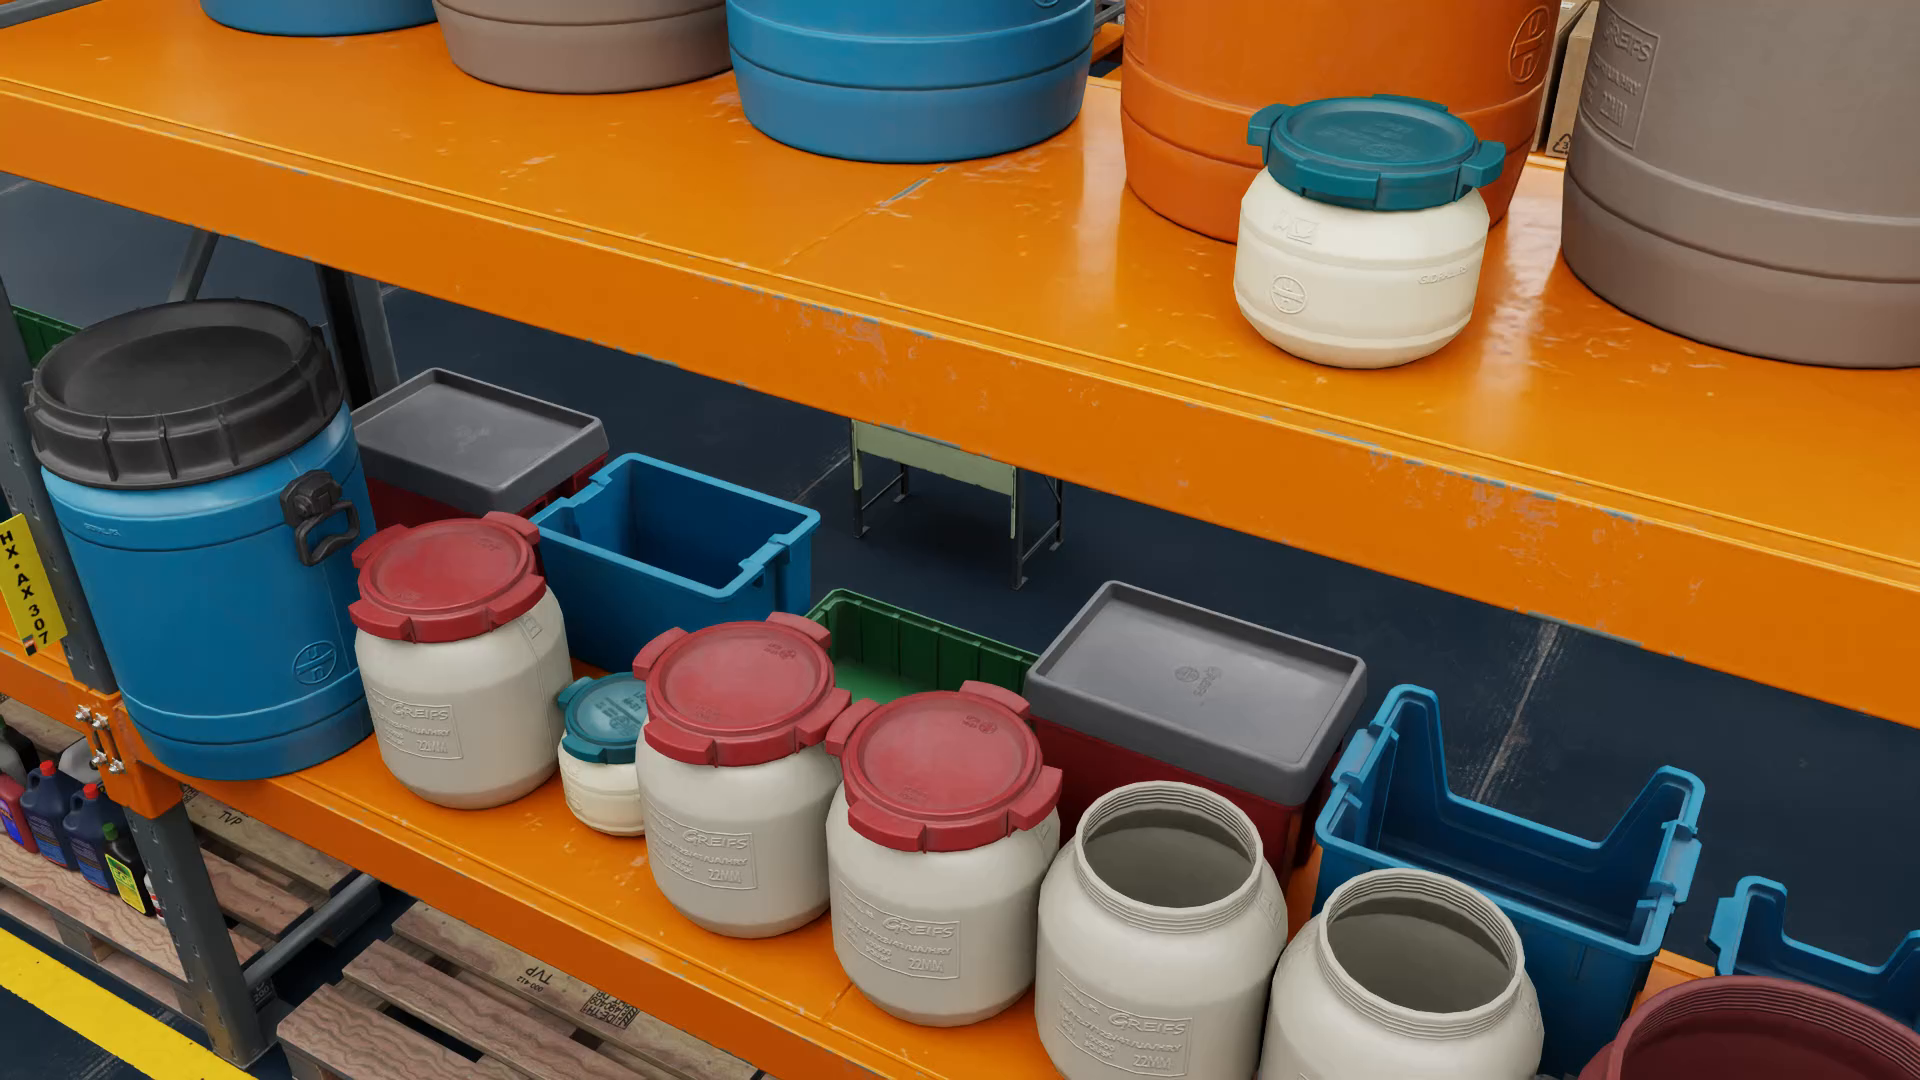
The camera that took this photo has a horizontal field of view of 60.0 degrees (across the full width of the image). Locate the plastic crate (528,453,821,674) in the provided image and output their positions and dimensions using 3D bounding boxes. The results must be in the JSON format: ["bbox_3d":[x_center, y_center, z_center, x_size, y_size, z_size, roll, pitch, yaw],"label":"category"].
[{"bbox_3d":[-0.653,0.115,3.886,0.575,0.384,0.392,18,37,24],"label":"plastic crate"}]

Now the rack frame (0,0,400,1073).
[{"bbox_3d":[-1.765,-0.046,4.112,0.127,3.000,1.000,18,37,24],"label":"rack frame"}]

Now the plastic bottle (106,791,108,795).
[{"bbox_3d":[-2.396,0.766,4.886,0.185,0.351,0.144,18,37,24],"label":"plastic bottle"}]

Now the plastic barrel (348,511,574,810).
[{"bbox_3d":[-1.043,0.267,3.521,0.433,0.535,0.433,0,34,0],"label":"plastic barrel"}]

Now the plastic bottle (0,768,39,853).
[{"bbox_3d":[-2.796,0.786,4.917,0.133,0.283,0.061,20,39,27],"label":"plastic bottle"}]

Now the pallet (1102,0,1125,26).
[{"bbox_3d":[1.487,-4.155,12.799,1.213,0.211,1.003,18,37,24],"label":"pallet"}]

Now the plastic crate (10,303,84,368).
[{"bbox_3d":[-2.803,-0.466,4.935,0.662,0.188,0.450,18,37,24],"label":"plastic crate"}]

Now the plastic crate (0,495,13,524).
[{"bbox_3d":[-2.860,-0.157,4.414,0.616,0.251,0.499,18,37,24],"label":"plastic crate"}]

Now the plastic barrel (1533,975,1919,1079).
[{"bbox_3d":[1.155,1.016,2.395,0.708,0.536,0.600,18,37,24],"label":"plastic barrel"}]

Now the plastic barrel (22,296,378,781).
[{"bbox_3d":[-1.580,-0.002,3.595,0.708,0.901,0.600,18,37,24],"label":"plastic barrel"}]

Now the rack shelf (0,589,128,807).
[{"bbox_3d":[-3.501,-0.296,5.137,4.000,0.370,1.077,18,37,24],"label":"rack shelf"}]

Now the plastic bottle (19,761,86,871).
[{"bbox_3d":[-2.634,0.783,4.861,0.185,0.351,0.144,16,37,22],"label":"plastic bottle"}]

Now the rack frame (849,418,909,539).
[{"bbox_3d":[-0.324,-0.727,6.488,0.023,1.500,0.400,18,37,24],"label":"rack frame"}]

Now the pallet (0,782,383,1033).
[{"bbox_3d":[-2.327,0.910,5.192,1.213,0.211,1.003,18,37,24],"label":"pallet"}]

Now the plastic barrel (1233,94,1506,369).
[{"bbox_3d":[0.488,-0.374,2.024,0.301,0.262,0.301,0,34,0],"label":"plastic barrel"}]

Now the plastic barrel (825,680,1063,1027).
[{"bbox_3d":[-0.030,0.587,3.039,0.433,0.535,0.433,0,34,0],"label":"plastic barrel"}]

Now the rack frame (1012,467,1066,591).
[{"bbox_3d":[0.312,-0.525,6.186,0.023,1.500,0.400,18,37,24],"label":"rack frame"}]

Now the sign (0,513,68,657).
[{"bbox_3d":[-2.047,0.101,3.642,0.005,0.325,0.100,18,37,24],"label":"sign"}]

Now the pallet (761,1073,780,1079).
[{"bbox_3d":[0.000,1.647,4.086,1.213,0.211,1.003,18,37,24],"label":"pallet"}]

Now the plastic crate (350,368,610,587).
[{"bbox_3d":[-1.193,-0.086,4.115,0.583,0.464,0.402,18,37,24],"label":"plastic crate"}]

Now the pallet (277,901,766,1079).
[{"bbox_3d":[-1.064,1.312,4.589,1.213,0.211,1.003,18,37,24],"label":"pallet"}]

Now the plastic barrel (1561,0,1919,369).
[{"bbox_3d":[1.103,-0.733,1.986,0.600,0.901,0.600,0,34,0],"label":"plastic barrel"}]

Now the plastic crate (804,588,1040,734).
[{"bbox_3d":[-0.113,0.386,3.656,0.662,0.188,0.450,18,37,24],"label":"plastic crate"}]

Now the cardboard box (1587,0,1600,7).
[{"bbox_3d":[4.272,-3.643,11.373,0.500,0.500,0.700,17,37,23],"label":"cardboard box"}]

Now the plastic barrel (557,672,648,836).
[{"bbox_3d":[-0.692,0.450,3.493,0.301,0.262,0.301,0,34,0],"label":"plastic barrel"}]

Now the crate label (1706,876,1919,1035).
[{"bbox_3d":[1.528,0.828,2.951,0.416,0.233,0.303,18,37,24],"label":"crate label"}]

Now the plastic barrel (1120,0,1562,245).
[{"bbox_3d":[0.535,-0.883,2.276,0.708,0.830,0.600,18,37,24],"label":"plastic barrel"}]

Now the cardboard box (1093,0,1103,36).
[{"bbox_3d":[0.308,-2.589,7.841,0.500,0.500,0.700,17,37,23],"label":"cardboard box"}]

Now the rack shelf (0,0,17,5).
[{"bbox_3d":[-3.501,-1.545,4.306,4.000,0.370,1.077,18,37,24],"label":"rack shelf"}]

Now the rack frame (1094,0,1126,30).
[{"bbox_3d":[0.696,-2.428,7.690,0.127,3.000,1.000,18,37,24],"label":"rack frame"}]

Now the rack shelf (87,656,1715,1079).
[{"bbox_3d":[-0.028,0.804,3.485,4.000,0.370,1.077,18,37,24],"label":"rack shelf"}]

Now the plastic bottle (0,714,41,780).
[{"bbox_3d":[-2.886,0.666,5.098,0.133,0.283,0.061,18,37,24],"label":"plastic bottle"}]

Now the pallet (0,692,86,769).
[{"bbox_3d":[-3.391,0.575,5.695,1.213,0.211,1.003,18,37,24],"label":"pallet"}]

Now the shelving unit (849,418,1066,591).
[{"bbox_3d":[-0.006,-0.626,6.337,0.755,1.500,0.431,18,37,24],"label":"shelving unit"}]

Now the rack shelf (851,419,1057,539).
[{"bbox_3d":[-0.006,-0.355,6.518,0.720,0.370,0.431,18,37,24],"label":"rack shelf"}]

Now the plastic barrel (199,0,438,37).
[{"bbox_3d":[-1.216,-1.467,3.089,0.708,0.901,0.600,18,37,24],"label":"plastic barrel"}]

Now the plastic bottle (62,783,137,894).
[{"bbox_3d":[-2.467,0.836,4.782,0.185,0.351,0.144,17,37,23],"label":"plastic bottle"}]

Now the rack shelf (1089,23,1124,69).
[{"bbox_3d":[-1.040,-2.679,8.715,4.000,0.370,1.077,18,37,24],"label":"rack shelf"}]

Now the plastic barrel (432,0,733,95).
[{"bbox_3d":[-0.648,-1.287,2.818,0.600,0.901,0.600,0,34,0],"label":"plastic barrel"}]

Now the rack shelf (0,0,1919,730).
[{"bbox_3d":[-0.028,-0.445,2.654,4.000,0.370,1.077,18,37,24],"label":"rack shelf"}]

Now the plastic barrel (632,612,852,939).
[{"bbox_3d":[-0.406,0.468,3.218,0.433,0.535,0.433,0,34,0],"label":"plastic barrel"}]

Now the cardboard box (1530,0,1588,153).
[{"bbox_3d":[2.247,-1.968,6.909,0.500,0.500,0.500,18,38,24],"label":"cardboard box"}]

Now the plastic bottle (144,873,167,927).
[{"bbox_3d":[-2.234,0.986,4.690,0.097,0.201,0.097,0,34,0],"label":"plastic bottle"}]

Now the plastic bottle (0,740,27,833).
[{"bbox_3d":[-2.914,0.694,4.995,0.185,0.351,0.144,17,37,24],"label":"plastic bottle"}]

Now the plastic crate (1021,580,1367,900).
[{"bbox_3d":[0.457,0.436,3.331,0.583,0.464,0.402,18,37,24],"label":"plastic crate"}]

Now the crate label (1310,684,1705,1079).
[{"bbox_3d":[0.980,0.636,3.056,0.616,0.435,0.502,18,37,24],"label":"crate label"}]

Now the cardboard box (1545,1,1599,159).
[{"bbox_3d":[2.704,-1.823,6.692,0.500,0.500,0.500,16,37,22],"label":"cardboard box"}]

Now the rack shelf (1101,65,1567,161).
[{"bbox_3d":[2.433,-1.579,7.063,4.000,0.370,1.077,18,37,24],"label":"rack shelf"}]

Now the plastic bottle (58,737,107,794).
[{"bbox_3d":[-2.582,0.736,4.999,0.135,0.276,0.152,18,37,24],"label":"plastic bottle"}]

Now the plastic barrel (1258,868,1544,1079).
[{"bbox_3d":[0.709,0.828,2.700,0.421,0.512,0.421,0,34,0],"label":"plastic barrel"}]

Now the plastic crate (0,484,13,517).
[{"bbox_3d":[-2.156,-0.225,4.437,0.504,0.338,0.767,18,37,24],"label":"plastic crate"}]

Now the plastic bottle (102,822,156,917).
[{"bbox_3d":[-2.346,0.928,4.703,0.133,0.283,0.061,20,38,27],"label":"plastic bottle"}]

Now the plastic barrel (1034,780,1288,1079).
[{"bbox_3d":[0.343,0.712,2.874,0.421,0.512,0.421,0,34,0],"label":"plastic barrel"}]

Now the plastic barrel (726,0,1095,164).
[{"bbox_3d":[-0.080,-1.108,2.548,0.708,0.901,0.600,18,37,24],"label":"plastic barrel"}]
